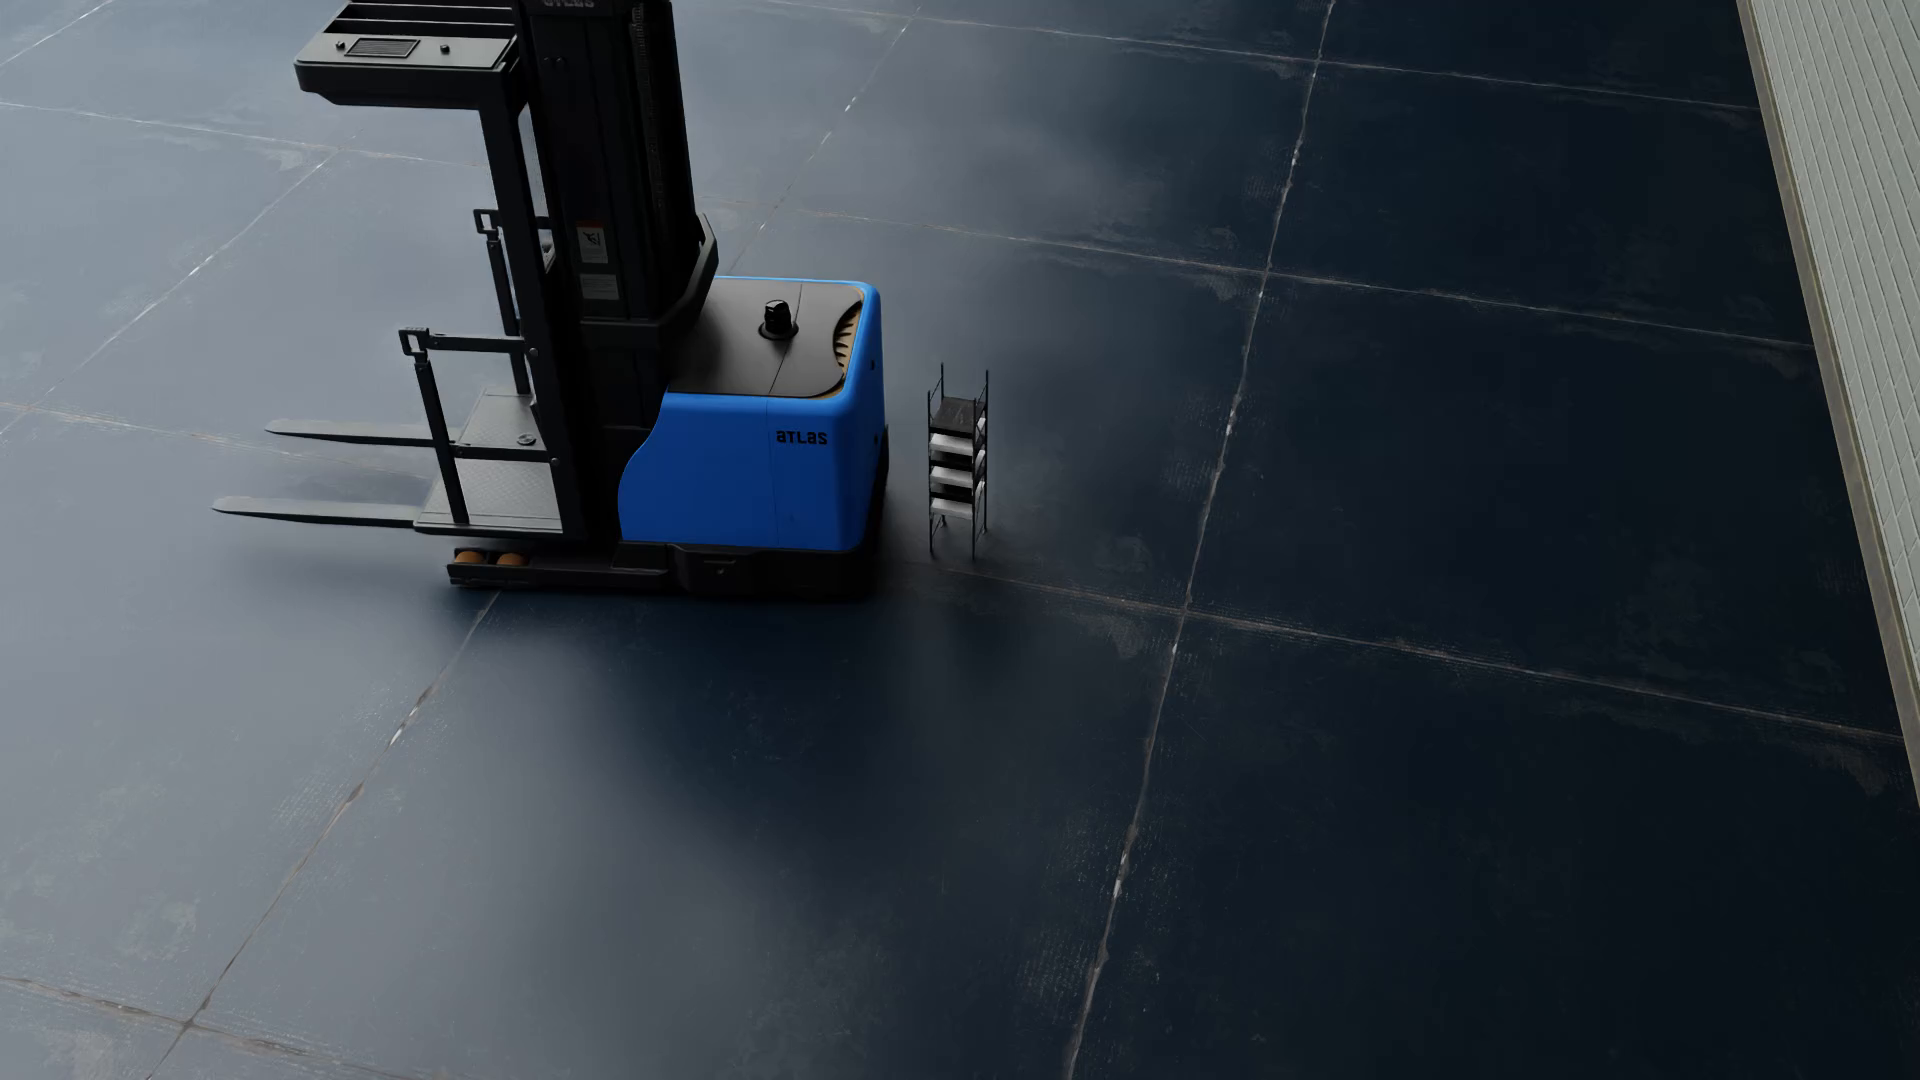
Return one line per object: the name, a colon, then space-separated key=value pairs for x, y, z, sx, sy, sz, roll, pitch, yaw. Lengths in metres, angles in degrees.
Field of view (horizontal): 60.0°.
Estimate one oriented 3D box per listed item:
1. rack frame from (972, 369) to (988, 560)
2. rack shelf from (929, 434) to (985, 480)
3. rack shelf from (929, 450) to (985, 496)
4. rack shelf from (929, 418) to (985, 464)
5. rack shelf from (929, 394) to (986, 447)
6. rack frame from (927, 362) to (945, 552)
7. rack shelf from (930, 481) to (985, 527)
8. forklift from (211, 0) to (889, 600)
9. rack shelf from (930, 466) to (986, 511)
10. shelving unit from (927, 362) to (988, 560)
rack frame: x=0.090 y=-0.329 z=7.467 sx=0.006 sy=0.900 sz=0.240 roll=10 pitch=41 yaw=11
rack shelf: x=-0.008 y=-0.389 z=7.450 sx=0.200 sy=0.077 sz=0.258 roll=10 pitch=41 yaw=11
rack shelf: x=-0.008 y=-0.320 z=7.508 sx=0.200 sy=0.077 sz=0.258 roll=10 pitch=41 yaw=11
rack shelf: x=-0.008 y=-0.458 z=7.392 sx=0.200 sy=0.077 sz=0.258 roll=10 pitch=41 yaw=11
rack shelf: x=-0.008 y=-0.527 z=7.335 sx=0.200 sy=0.077 sz=0.258 roll=10 pitch=41 yaw=11
rack frame: x=-0.106 y=-0.363 z=7.507 sx=0.006 sy=0.900 sz=0.240 roll=10 pitch=41 yaw=11
rack shelf: x=-0.008 y=-0.183 z=7.624 sx=0.200 sy=0.077 sz=0.258 roll=10 pitch=41 yaw=11
forklift: x=-1.889 y=-1.234 z=6.964 sx=3.031 sy=2.935 sz=1.130 roll=3 pitch=40 yaw=3
rack shelf: x=-0.008 y=-0.252 z=7.566 sx=0.200 sy=0.077 sz=0.258 roll=10 pitch=41 yaw=11
shelving unit: x=-0.008 y=-0.346 z=7.487 sx=0.210 sy=0.900 sz=0.258 roll=10 pitch=41 yaw=11
